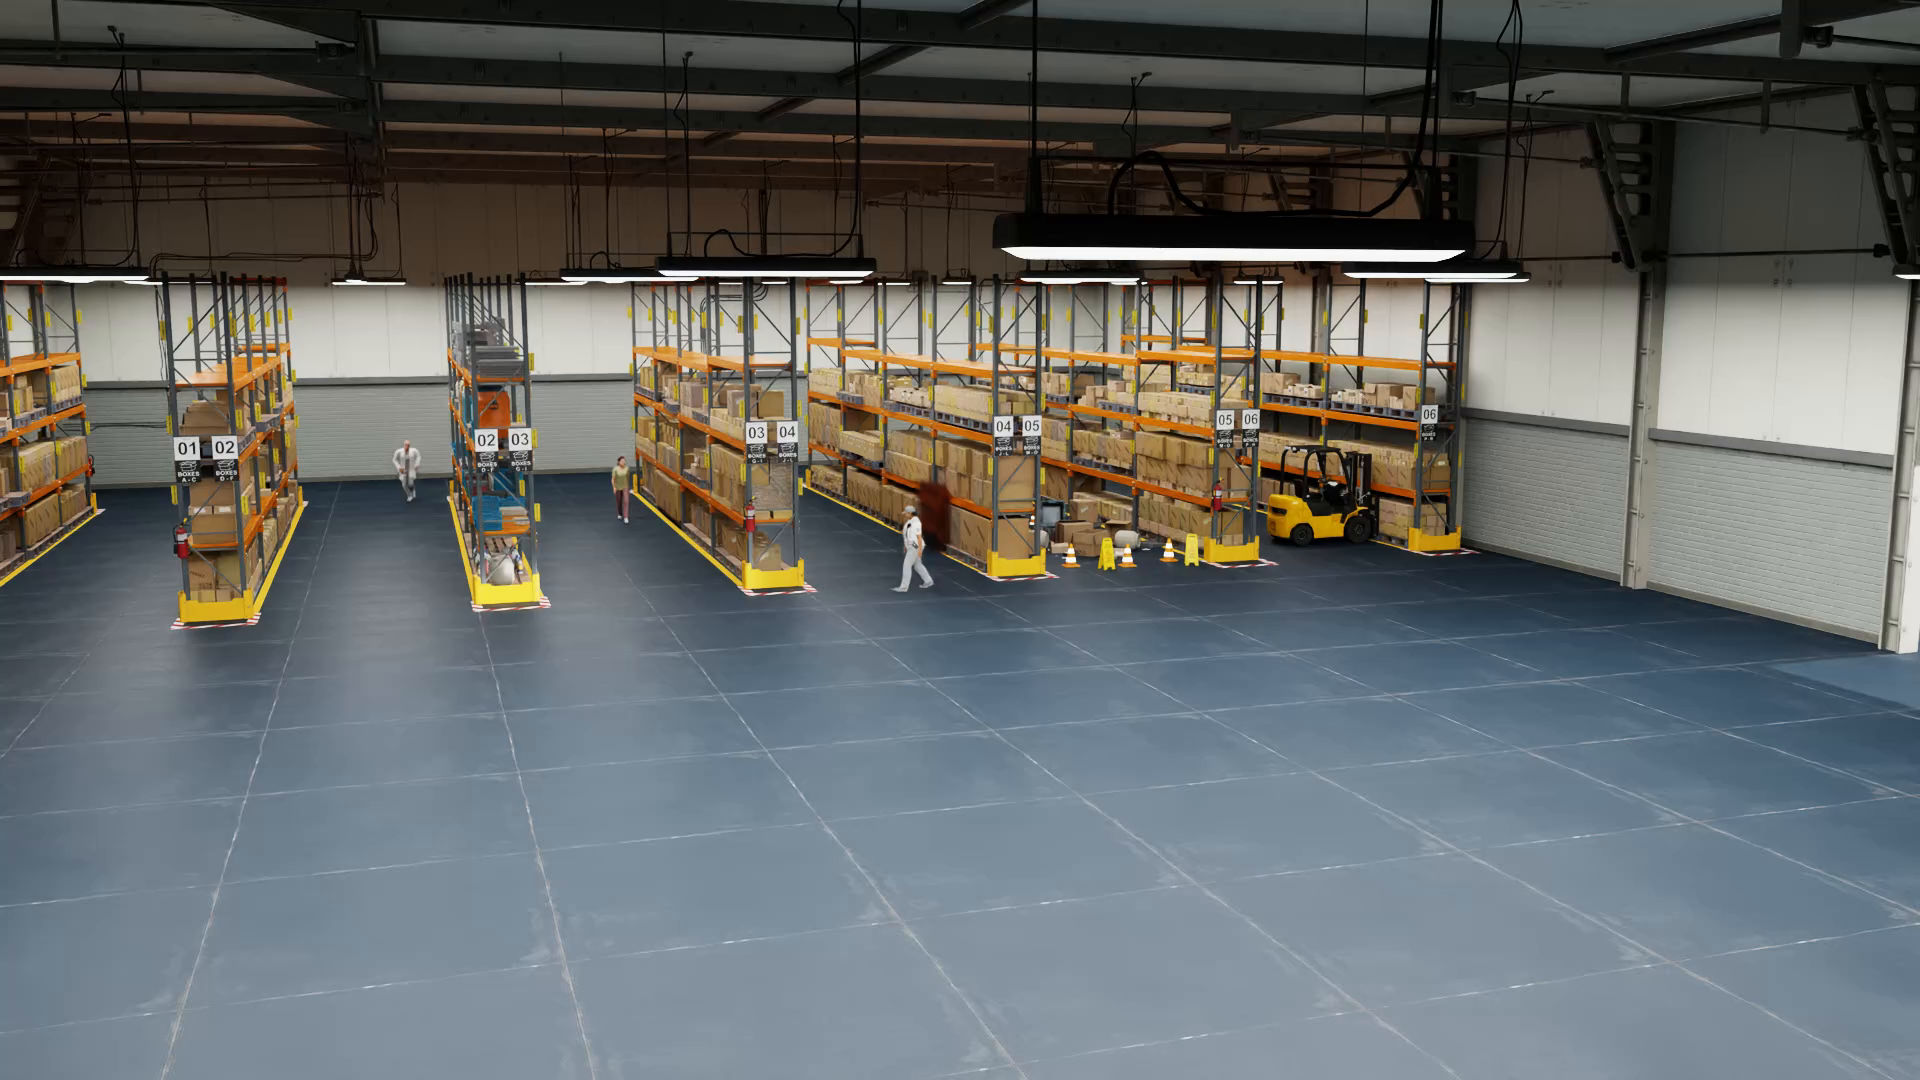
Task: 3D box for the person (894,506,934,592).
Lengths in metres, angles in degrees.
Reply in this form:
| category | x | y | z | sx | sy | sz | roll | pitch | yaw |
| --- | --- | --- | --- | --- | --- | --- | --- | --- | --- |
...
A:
| category | x | y | z | sx | sy | sz | roll | pitch | yaw |
| --- | --- | --- | --- | --- | --- | --- | --- | --- | --- |
| person | -0.891 | 0.149 | 31.735 | 0.853 | 1.627 | 0.516 | -2 | 9 | -15 |

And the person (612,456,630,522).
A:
| category | x | y | z | sx | sy | sz | roll | pitch | yaw |
| --- | --- | --- | --- | --- | --- | --- | --- | --- | --- |
| person | -8.349 | -1.268 | 40.964 | 0.452 | 1.605 | 1.060 | -2 | 9 | -14 |

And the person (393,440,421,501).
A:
| category | x | y | z | sx | sy | sz | roll | pitch | yaw |
| --- | --- | --- | --- | --- | --- | --- | --- | --- | --- |
| person | -14.949 | -1.788 | 45.010 | 0.701 | 1.496 | 0.670 | -1 | 9 | -8 |
